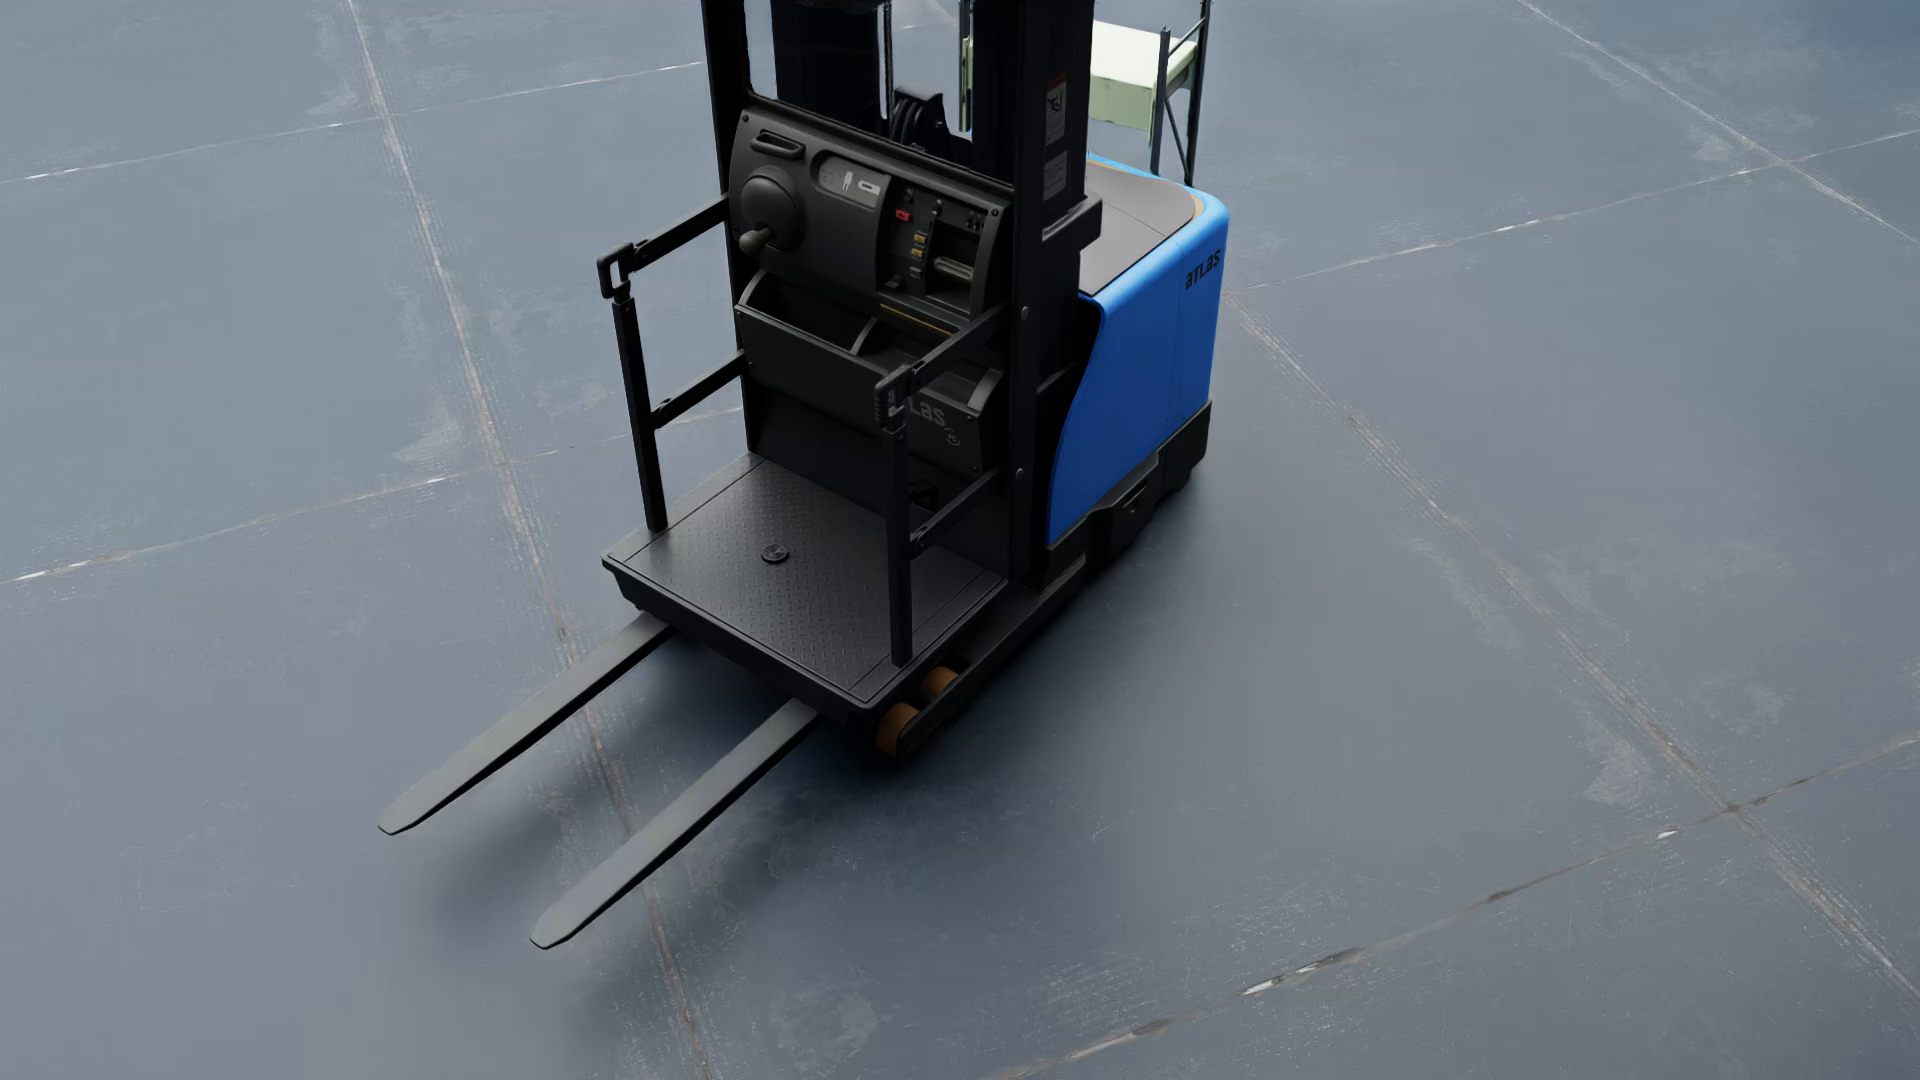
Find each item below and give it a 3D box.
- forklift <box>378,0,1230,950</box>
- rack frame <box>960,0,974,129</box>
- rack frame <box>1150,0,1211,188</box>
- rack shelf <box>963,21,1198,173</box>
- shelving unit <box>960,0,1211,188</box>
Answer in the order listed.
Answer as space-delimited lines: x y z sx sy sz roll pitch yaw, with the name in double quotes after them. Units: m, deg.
-0.400 -0.823 4.459 1.130 2.935 3.031 26 47 27 "forklift"
0.103 -1.407 6.234 0.023 1.500 0.400 19 44 21 "rack frame"
0.748 -1.182 5.972 0.023 1.500 0.400 19 44 21 "rack frame"
0.426 -1.591 5.850 0.720 0.370 0.431 19 44 21 "rack shelf"
0.426 -1.294 6.103 0.755 1.500 0.431 19 44 21 "shelving unit"
